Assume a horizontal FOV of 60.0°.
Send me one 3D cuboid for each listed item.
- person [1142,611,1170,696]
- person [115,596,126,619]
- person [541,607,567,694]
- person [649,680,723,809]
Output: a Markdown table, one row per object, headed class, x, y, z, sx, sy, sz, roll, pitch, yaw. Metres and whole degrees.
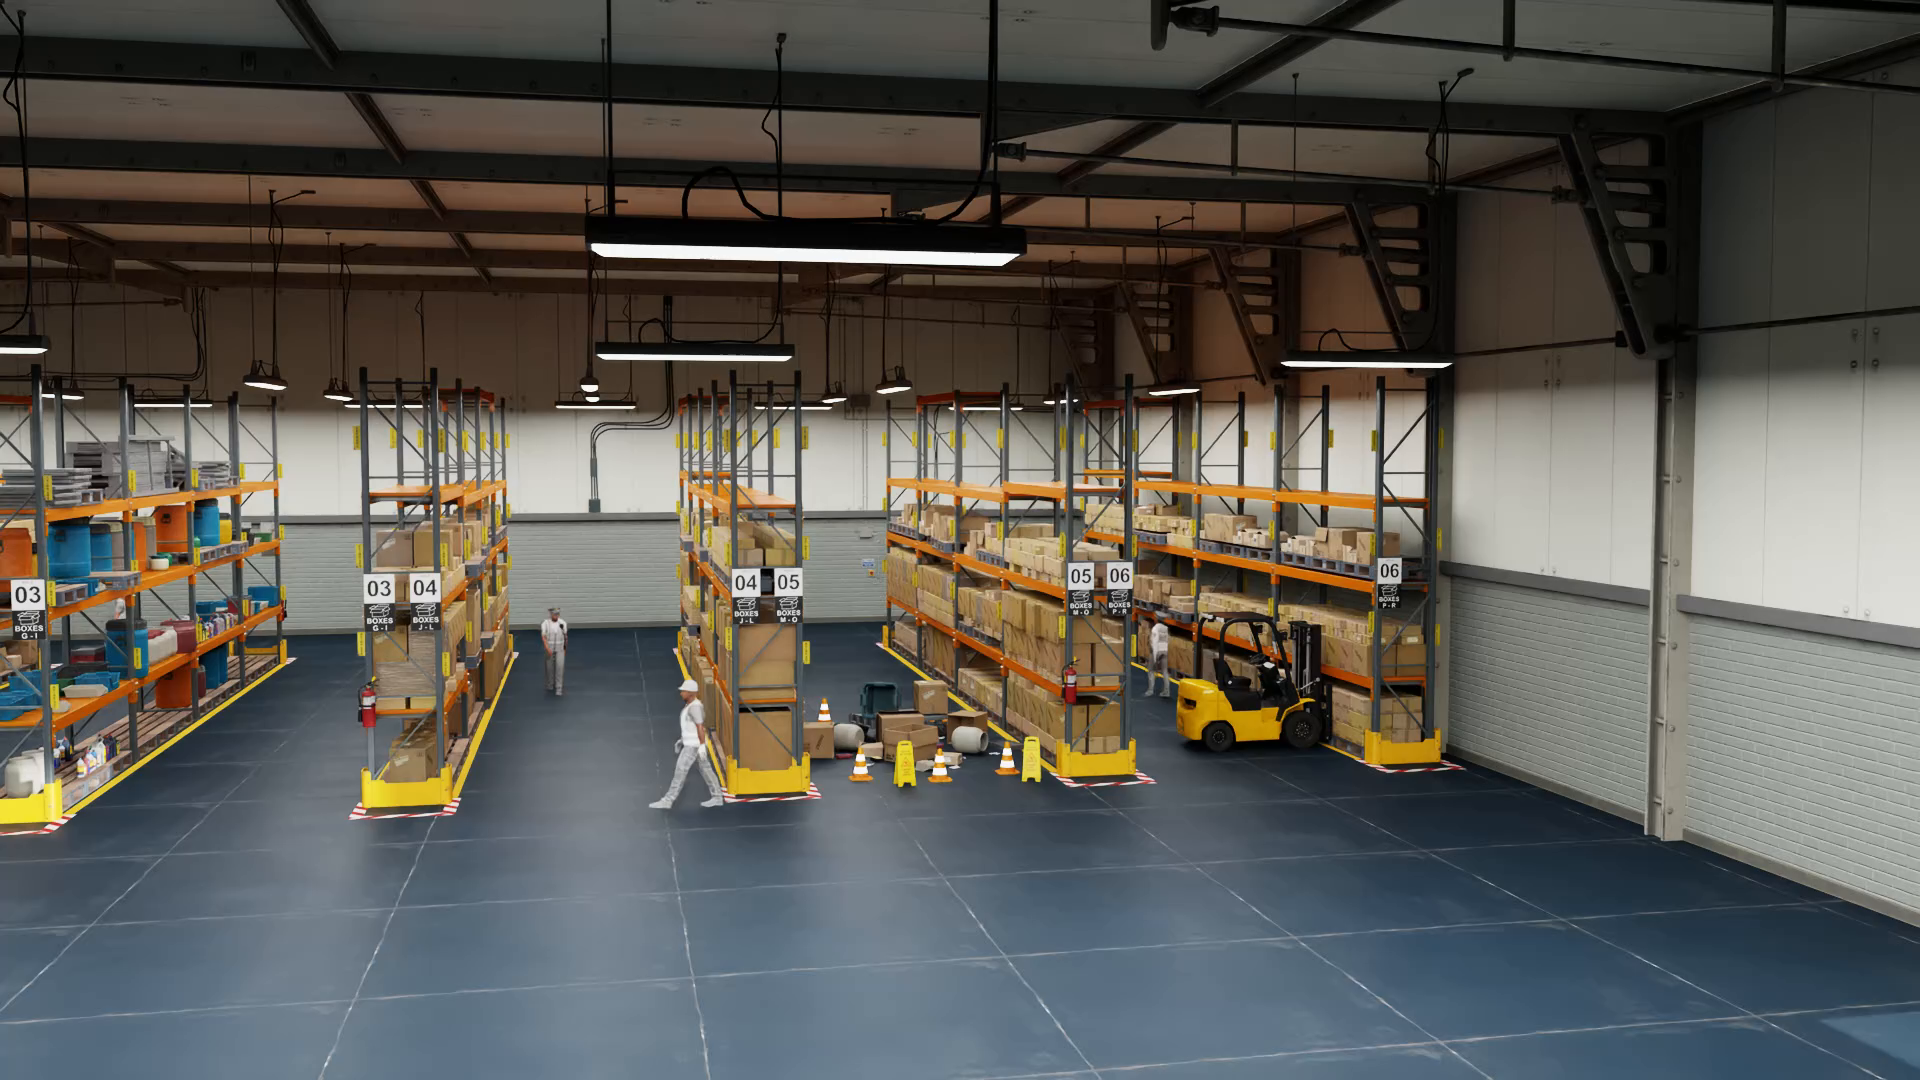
| class | x | y | z | sx | sy | sz | roll | pitch | yaw |
| --- | --- | --- | --- | --- | --- | --- | --- | --- | --- |
| person | 3.914 | 2.248 | 32.552 | 0.483 | 1.717 | 0.667 | -2 | 4 | -27 |
| person | -18.512 | 1.916 | 36.870 | 0.926 | 1.741 | 0.526 | -3 | 4 | -39 |
| person | -8.053 | 2.176 | 33.034 | 0.528 | 1.692 | 0.978 | -1 | 4 | -20 |
| person | -3.709 | 2.761 | 22.525 | 0.967 | 1.734 | 0.593 | 0 | 3 | -6 |
